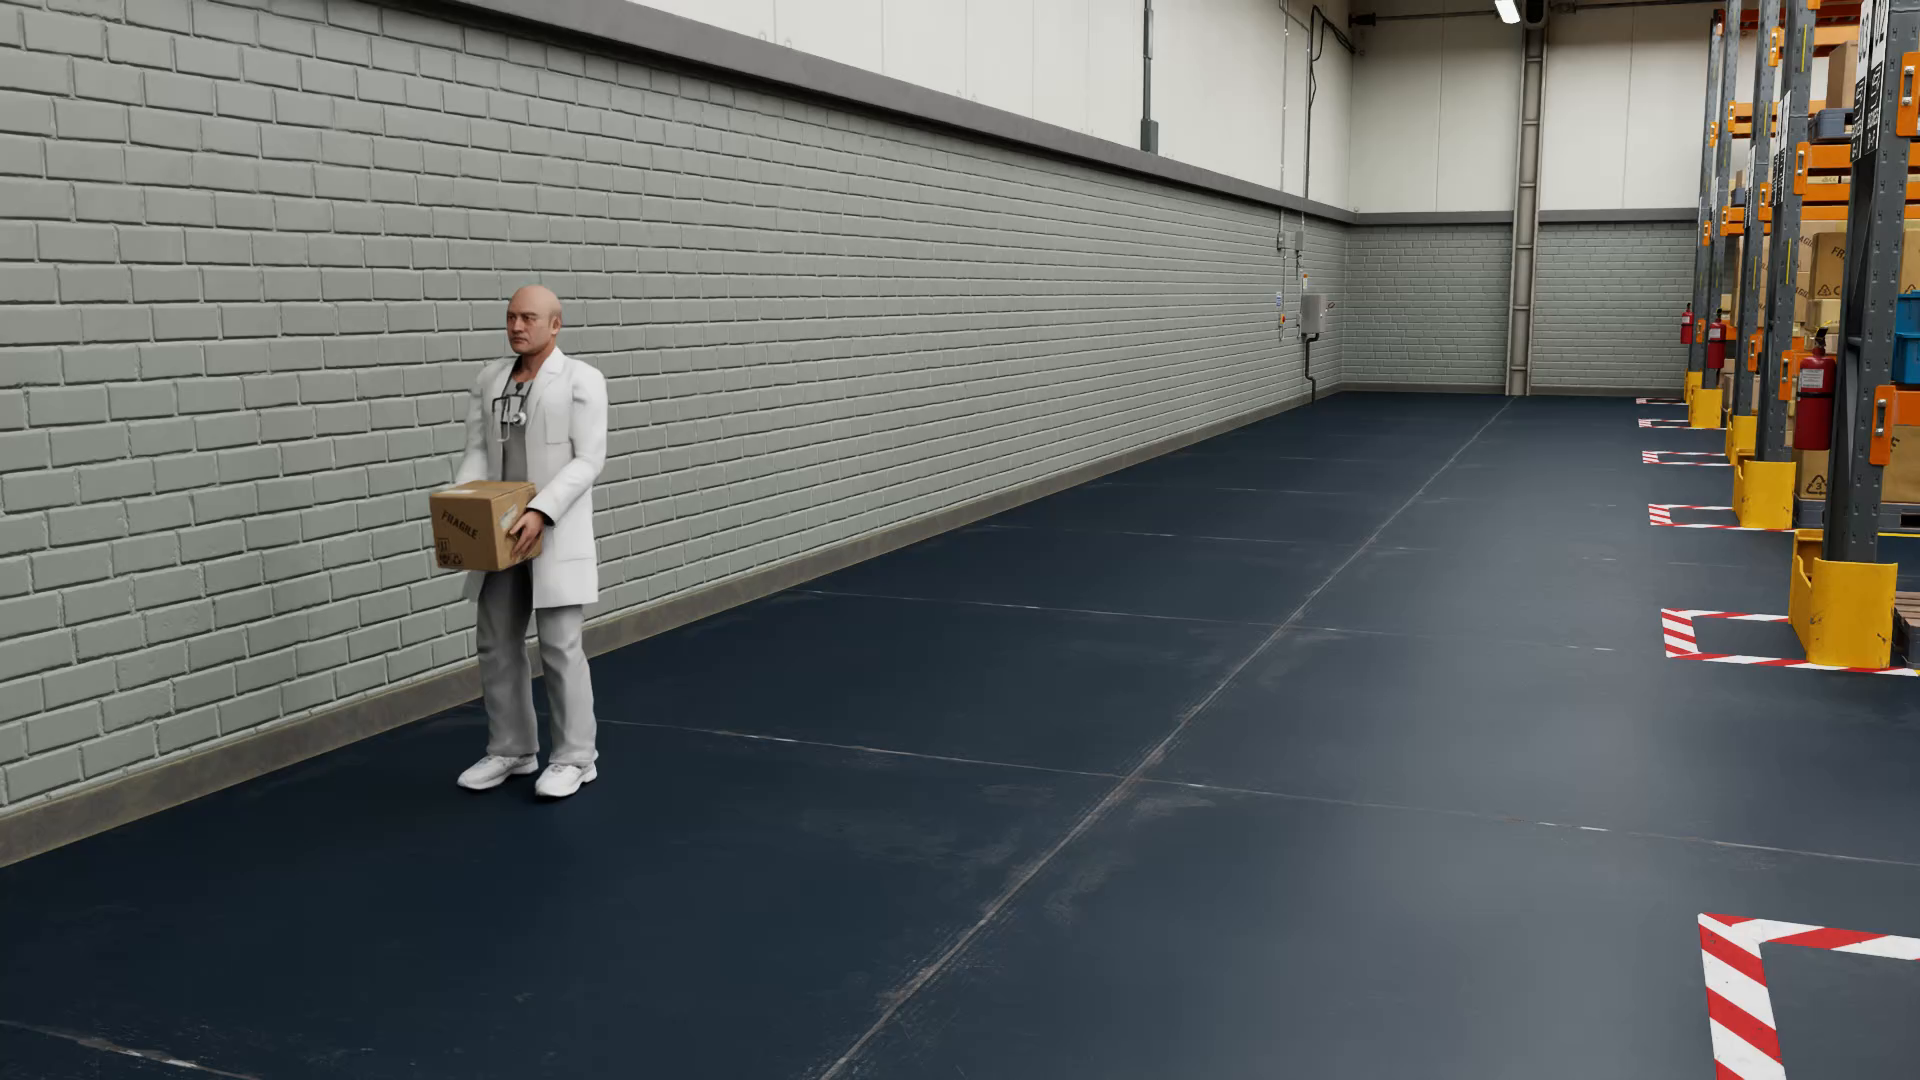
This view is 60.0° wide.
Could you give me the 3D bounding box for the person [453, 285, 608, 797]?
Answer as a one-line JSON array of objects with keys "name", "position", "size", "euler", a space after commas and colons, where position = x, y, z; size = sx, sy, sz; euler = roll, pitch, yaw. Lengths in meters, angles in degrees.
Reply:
[{"name": "person", "position": [-1.534, 0.008, 5.815], "size": [0.563, 1.782, 0.508], "euler": [3, 9, 21]}]
